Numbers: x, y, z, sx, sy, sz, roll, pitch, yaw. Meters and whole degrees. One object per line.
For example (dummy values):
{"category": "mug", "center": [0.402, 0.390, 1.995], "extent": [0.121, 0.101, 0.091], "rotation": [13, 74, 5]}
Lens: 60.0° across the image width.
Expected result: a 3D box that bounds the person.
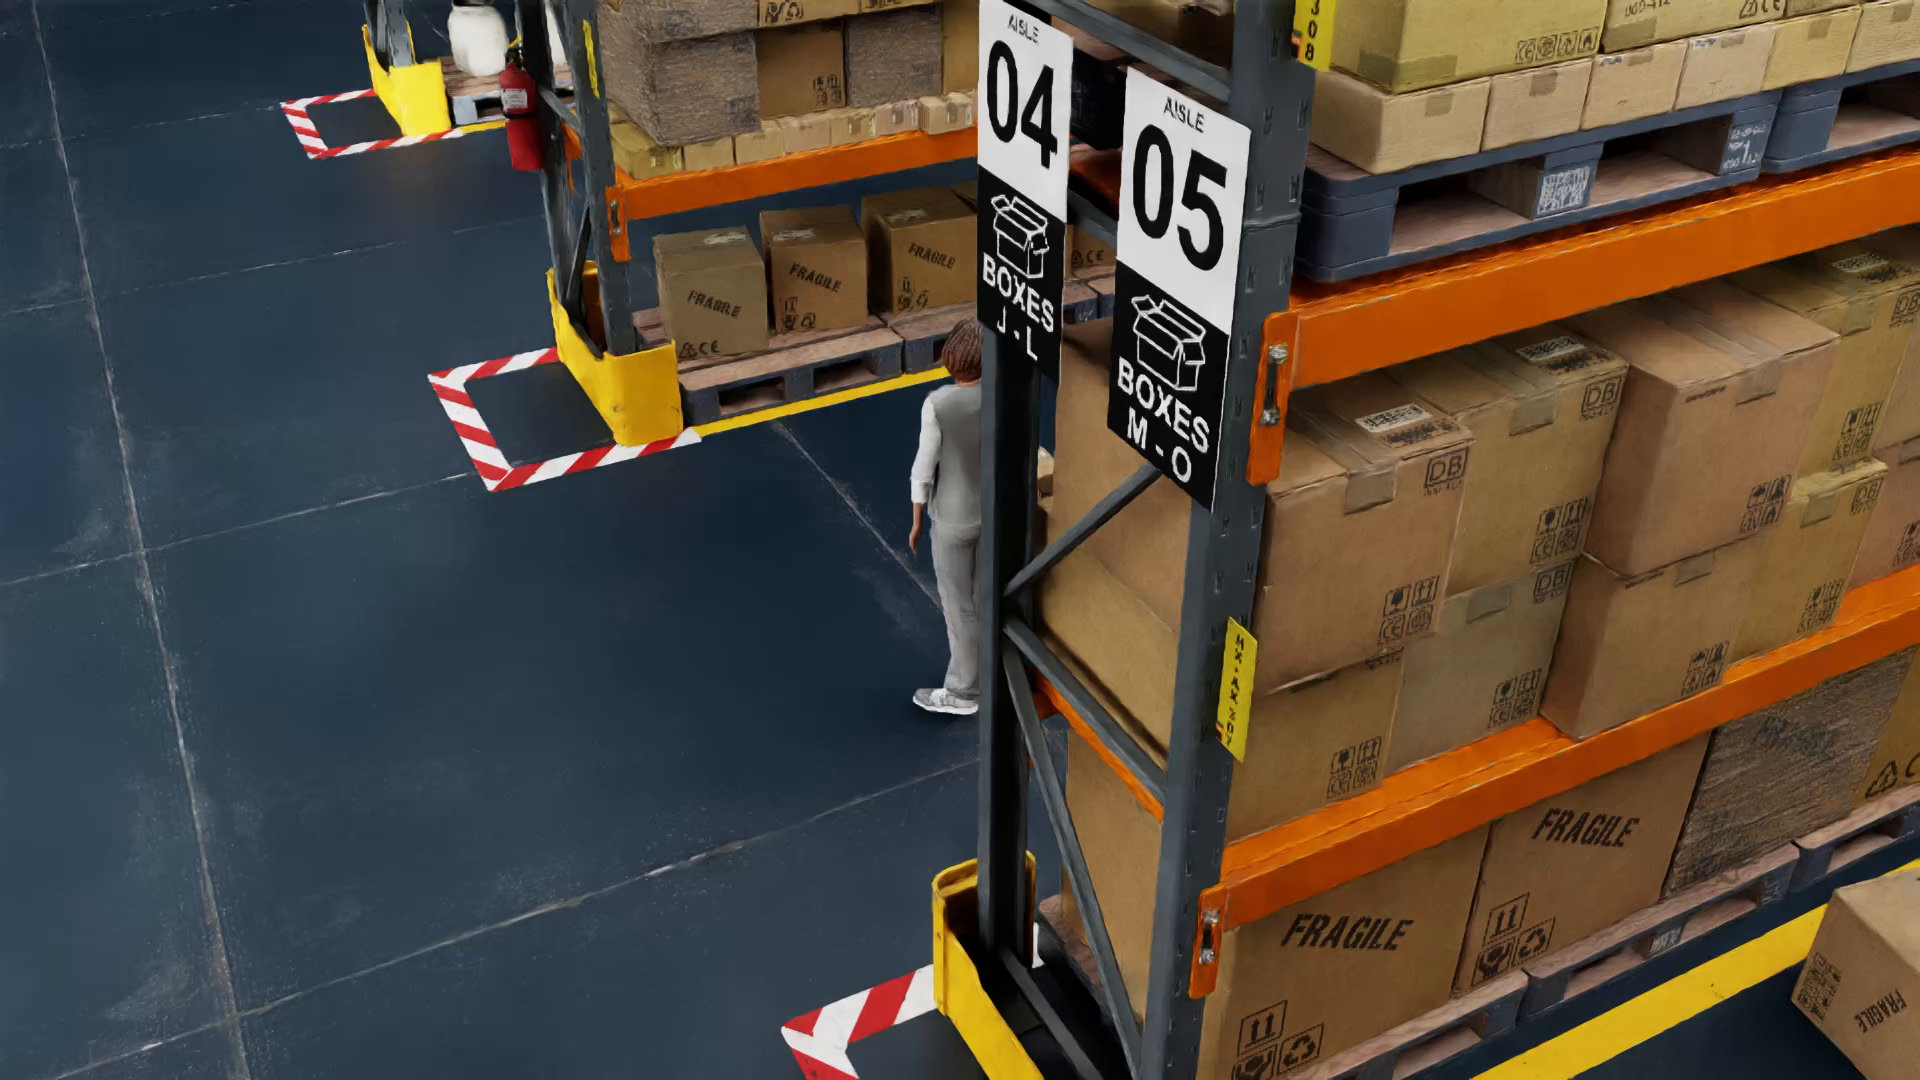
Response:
{"category": "person", "center": [0.048, -0.123, 6.307], "extent": [0.594, 1.587, 0.522], "rotation": [-14, 36, -20]}
